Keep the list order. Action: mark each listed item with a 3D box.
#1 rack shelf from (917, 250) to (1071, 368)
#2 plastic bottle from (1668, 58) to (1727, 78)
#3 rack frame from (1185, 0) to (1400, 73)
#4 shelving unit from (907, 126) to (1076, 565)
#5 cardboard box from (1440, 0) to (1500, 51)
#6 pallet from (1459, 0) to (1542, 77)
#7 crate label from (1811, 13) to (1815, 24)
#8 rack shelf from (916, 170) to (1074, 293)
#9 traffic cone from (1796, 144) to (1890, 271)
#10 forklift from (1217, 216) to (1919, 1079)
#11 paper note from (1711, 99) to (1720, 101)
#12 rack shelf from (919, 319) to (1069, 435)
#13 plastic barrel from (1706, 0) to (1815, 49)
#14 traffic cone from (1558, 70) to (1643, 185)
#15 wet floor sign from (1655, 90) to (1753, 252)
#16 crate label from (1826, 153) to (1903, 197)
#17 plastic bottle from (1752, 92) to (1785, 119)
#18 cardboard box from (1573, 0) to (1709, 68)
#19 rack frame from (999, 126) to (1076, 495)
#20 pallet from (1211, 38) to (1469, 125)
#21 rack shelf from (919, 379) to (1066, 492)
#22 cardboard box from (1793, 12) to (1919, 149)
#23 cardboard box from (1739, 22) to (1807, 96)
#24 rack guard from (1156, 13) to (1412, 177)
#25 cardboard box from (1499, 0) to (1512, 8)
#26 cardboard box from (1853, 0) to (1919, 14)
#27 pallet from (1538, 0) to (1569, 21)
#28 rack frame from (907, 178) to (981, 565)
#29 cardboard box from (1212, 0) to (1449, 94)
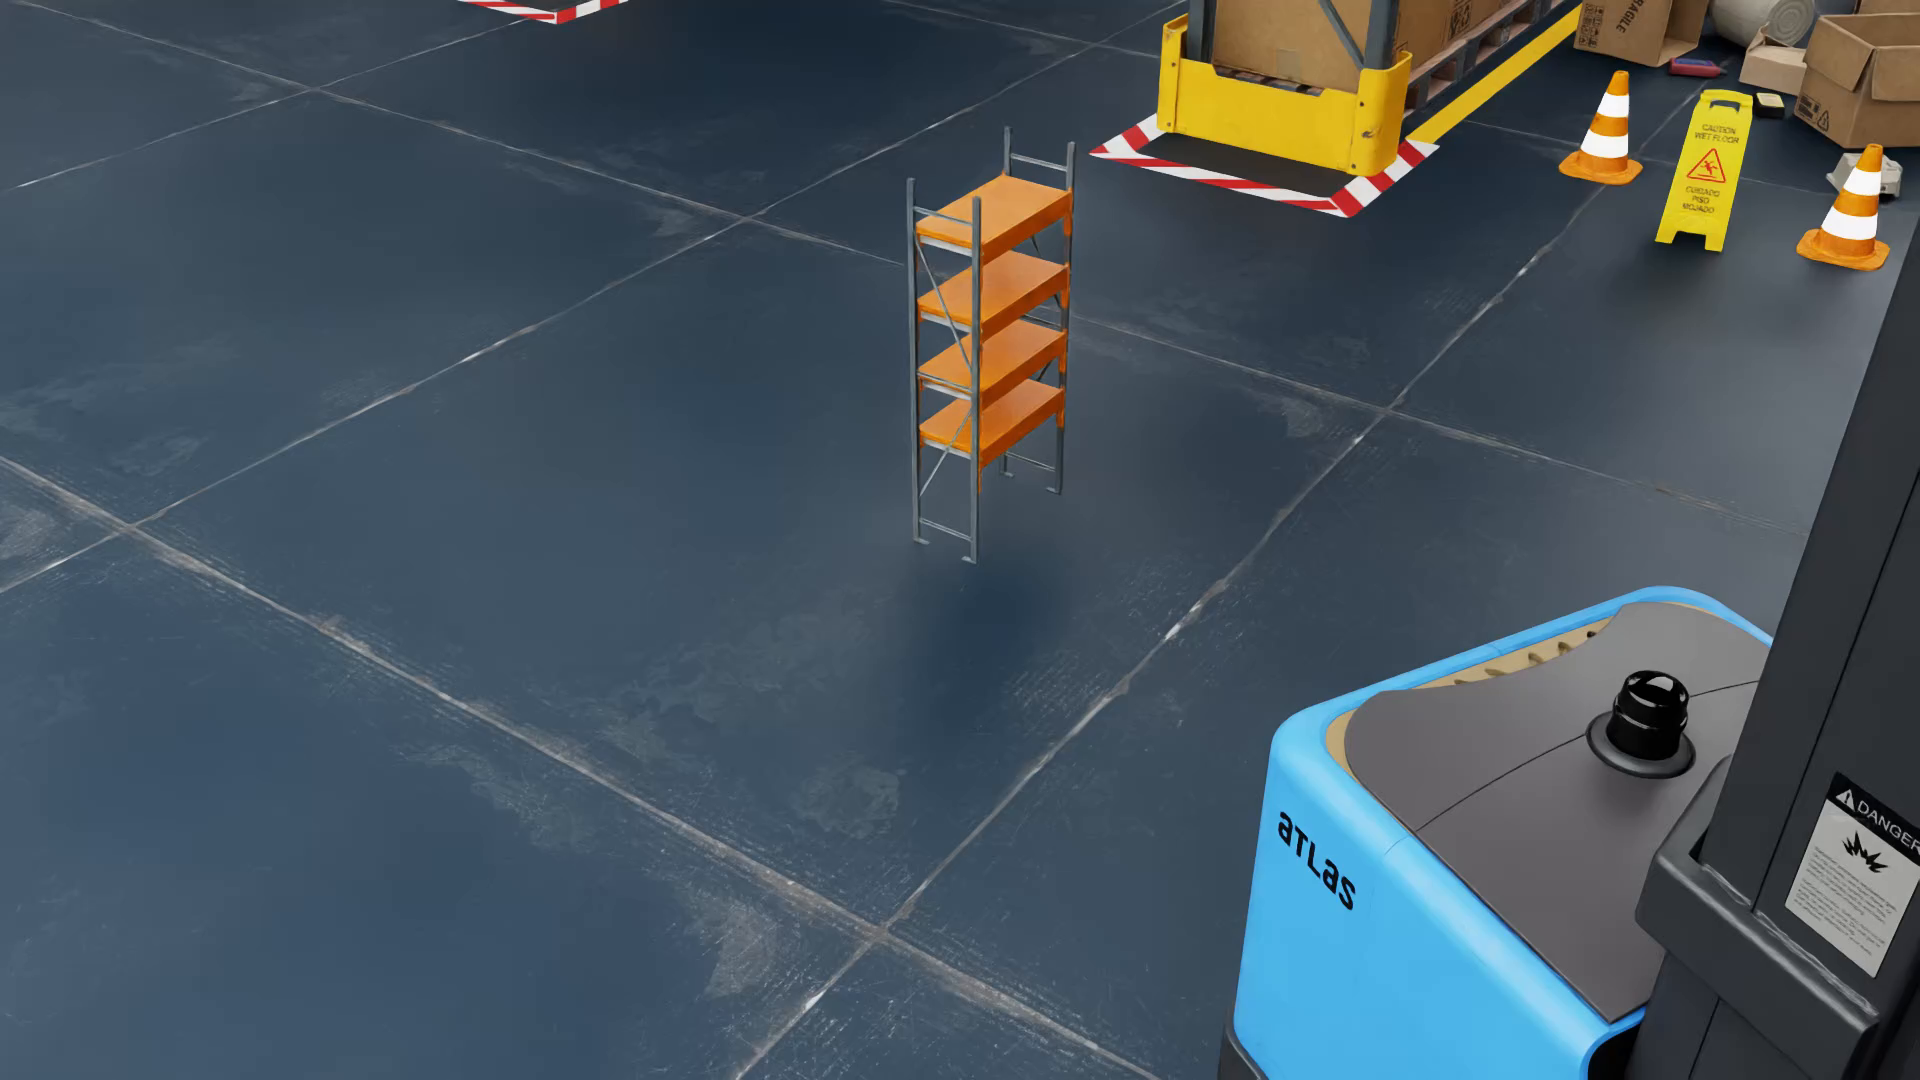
[{"bbox_3d":[0.094,-0.703,4.939,0.258,0.148,0.480,21,39,28],"label":"rack shelf"},{"bbox_3d":[3.970,-2.538,8.949,0.283,0.061,0.133,8,35,12],"label":"plastic bottle"},{"bbox_3d":[1.547,-3.198,7.301,1.000,3.000,0.127,21,39,28],"label":"rack frame"},{"bbox_3d":[0.094,-0.573,5.027,0.258,1.200,0.503,21,39,28],"label":"shelving unit"},{"bbox_3d":[2.379,-3.231,8.871,0.875,0.875,0.875,21,39,27],"label":"cardboard box"},{"bbox_3d":[2.634,-2.995,9.490,1.003,0.211,1.213,21,39,28],"label":"pallet"},{"bbox_3d":[4.762,-3.033,9.613,0.298,0.136,0.250,-3,34,-4],"label":"crate label"},{"bbox_3d":[0.094,-0.899,4.806,0.258,0.148,0.480,21,39,28],"label":"rack shelf"},{"bbox_3d":[3.750,-1.421,6.937,0.336,0.463,0.334,21,39,28],"label":"traffic cone"},{"bbox_3d":[1.637,0.601,1.744,1.130,2.935,3.031,-16,37,-22],"label":"forklift"},{"bbox_3d":[3.927,-2.289,8.626,0.123,0.001,0.032,-15,37,-21],"label":"paper note"},{"bbox_3d":[0.094,-0.517,5.064,0.258,0.148,0.480,21,39,28],"label":"rack shelf"},{"bbox_3d":[4.441,-2.960,9.248,0.421,0.421,0.512,-9,35,-13],"label":"plastic barrel"},{"bbox_3d":[3.016,-1.938,7.703,0.336,0.463,0.334,21,39,28],"label":"traffic cone"},{"bbox_3d":[3.157,-1.577,7.006,0.267,0.644,0.232,14,37,20],"label":"wet floor sign"},{"bbox_3d":[4.148,-1.667,7.593,0.250,0.136,0.298,3,34,4],"label":"crate label"},{"bbox_3d":[4.122,-2.230,8.493,0.133,0.061,0.283,8,35,12],"label":"plastic bottle"},{"bbox_3d":[3.785,-2.962,9.182,0.500,0.500,0.500,29,44,36],"label":"cardboard box"},{"bbox_3d":[0.234,-0.685,5.193,0.240,1.200,0.015,21,39,28],"label":"rack frame"},{"bbox_3d":[1.938,-2.436,8.663,1.003,0.211,1.213,21,39,28],"label":"pallet"},{"bbox_3d":[0.094,-0.353,5.175,0.258,0.148,0.480,21,39,28],"label":"rack shelf"},{"bbox_3d":[4.592,-2.246,8.122,0.797,0.503,0.637,-3,34,-4],"label":"cardboard box"},{"bbox_3d":[4.360,-2.527,8.750,0.396,0.266,0.258,29,44,36],"label":"cardboard box"},{"bbox_3d":[1.533,-2.151,7.985,1.175,0.500,0.348,21,39,28],"label":"rack guard"},{"bbox_3d":[2.900,-3.649,9.491,0.875,0.875,0.875,22,40,29],"label":"cardboard box"},{"bbox_3d":[5.119,-2.735,8.725,0.797,0.637,0.503,21,39,28],"label":"cardboard box"},{"bbox_3d":[3.329,-3.559,10.324,1.003,0.211,1.213,21,39,28],"label":"pallet"},{"bbox_3d":[-0.045,-0.461,4.860,0.240,1.200,0.015,21,39,28],"label":"rack frame"},{"bbox_3d":[1.879,-2.825,8.271,0.875,0.875,0.875,21,40,28],"label":"cardboard box"}]
